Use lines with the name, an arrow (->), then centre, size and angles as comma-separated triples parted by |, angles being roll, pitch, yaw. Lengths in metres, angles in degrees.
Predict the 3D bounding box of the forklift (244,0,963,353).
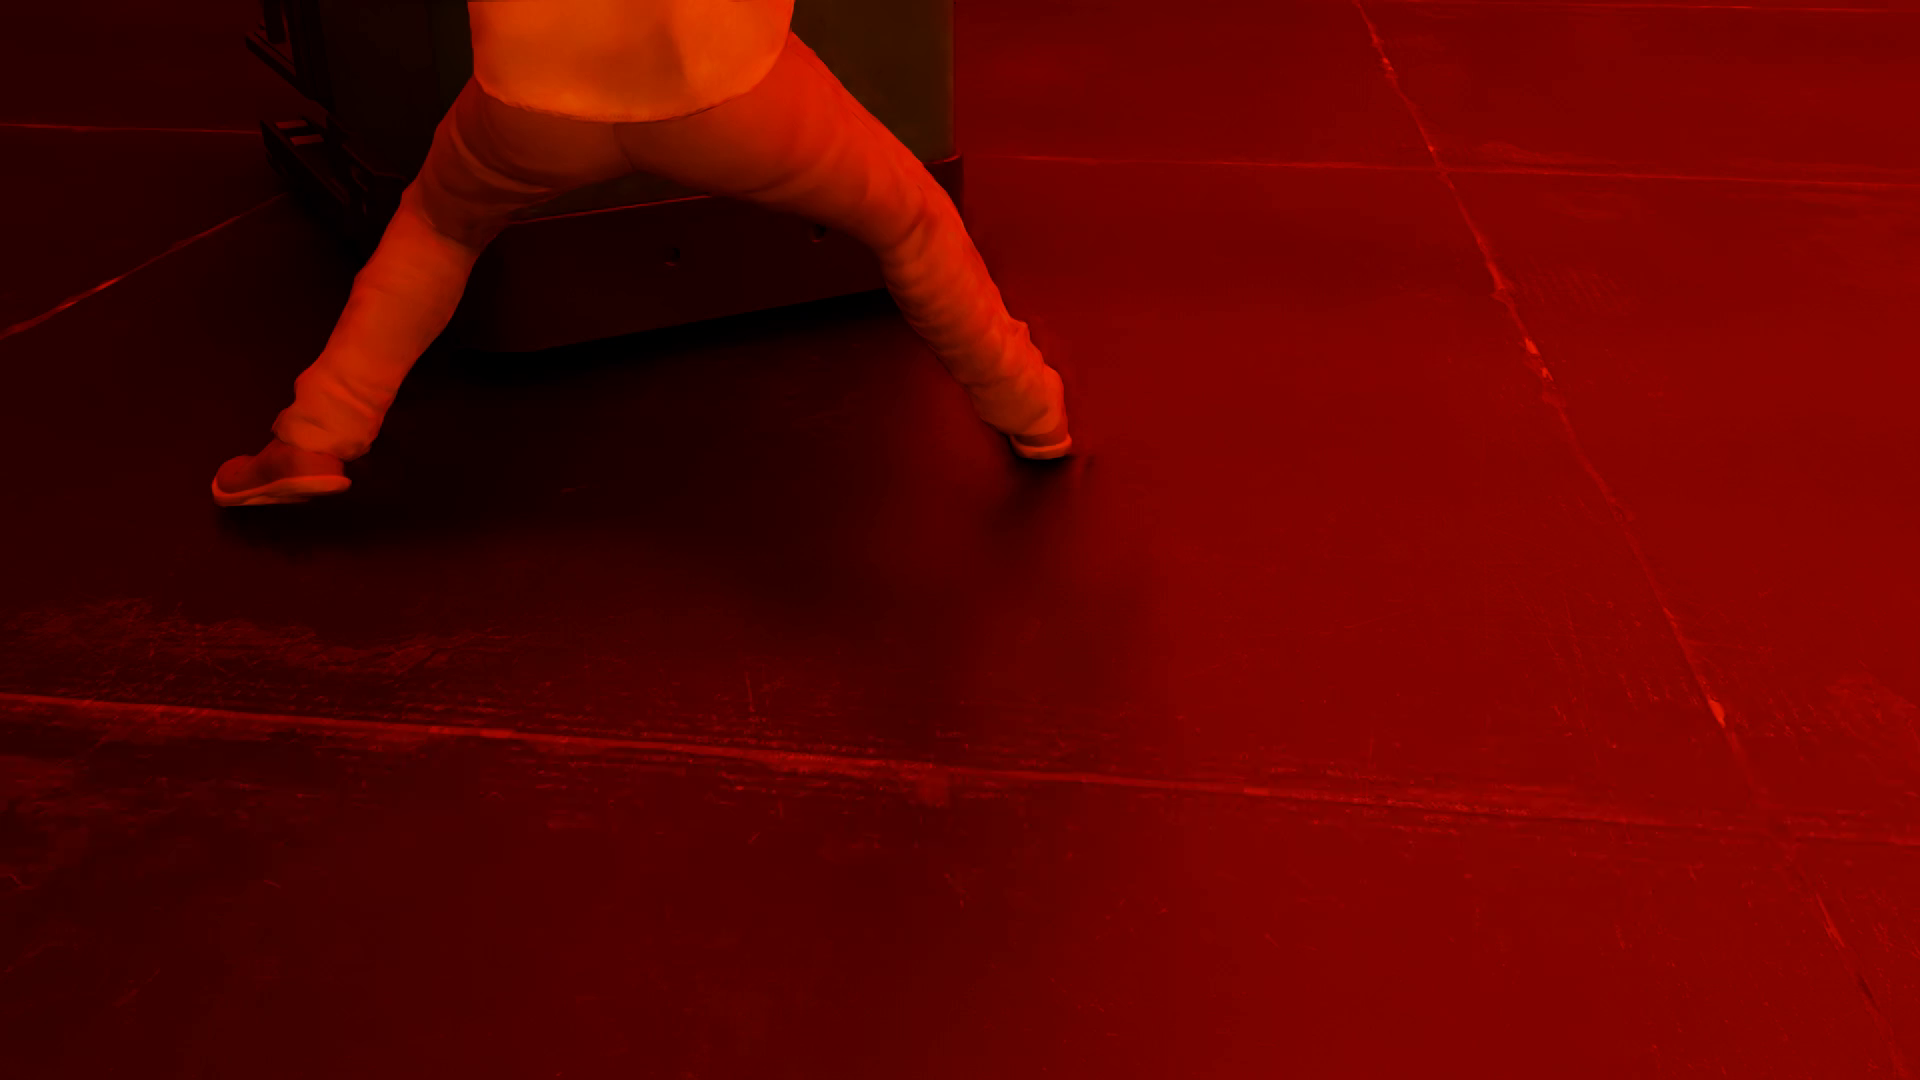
forklift -> -1.178, -2.269, 3.765 | 1.130, 2.935, 3.031 | -15, 30, -27

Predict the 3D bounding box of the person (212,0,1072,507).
person -> -0.473, -0.772, 2.406 | 1.279, 1.461, 0.787 | 5, 27, 9
